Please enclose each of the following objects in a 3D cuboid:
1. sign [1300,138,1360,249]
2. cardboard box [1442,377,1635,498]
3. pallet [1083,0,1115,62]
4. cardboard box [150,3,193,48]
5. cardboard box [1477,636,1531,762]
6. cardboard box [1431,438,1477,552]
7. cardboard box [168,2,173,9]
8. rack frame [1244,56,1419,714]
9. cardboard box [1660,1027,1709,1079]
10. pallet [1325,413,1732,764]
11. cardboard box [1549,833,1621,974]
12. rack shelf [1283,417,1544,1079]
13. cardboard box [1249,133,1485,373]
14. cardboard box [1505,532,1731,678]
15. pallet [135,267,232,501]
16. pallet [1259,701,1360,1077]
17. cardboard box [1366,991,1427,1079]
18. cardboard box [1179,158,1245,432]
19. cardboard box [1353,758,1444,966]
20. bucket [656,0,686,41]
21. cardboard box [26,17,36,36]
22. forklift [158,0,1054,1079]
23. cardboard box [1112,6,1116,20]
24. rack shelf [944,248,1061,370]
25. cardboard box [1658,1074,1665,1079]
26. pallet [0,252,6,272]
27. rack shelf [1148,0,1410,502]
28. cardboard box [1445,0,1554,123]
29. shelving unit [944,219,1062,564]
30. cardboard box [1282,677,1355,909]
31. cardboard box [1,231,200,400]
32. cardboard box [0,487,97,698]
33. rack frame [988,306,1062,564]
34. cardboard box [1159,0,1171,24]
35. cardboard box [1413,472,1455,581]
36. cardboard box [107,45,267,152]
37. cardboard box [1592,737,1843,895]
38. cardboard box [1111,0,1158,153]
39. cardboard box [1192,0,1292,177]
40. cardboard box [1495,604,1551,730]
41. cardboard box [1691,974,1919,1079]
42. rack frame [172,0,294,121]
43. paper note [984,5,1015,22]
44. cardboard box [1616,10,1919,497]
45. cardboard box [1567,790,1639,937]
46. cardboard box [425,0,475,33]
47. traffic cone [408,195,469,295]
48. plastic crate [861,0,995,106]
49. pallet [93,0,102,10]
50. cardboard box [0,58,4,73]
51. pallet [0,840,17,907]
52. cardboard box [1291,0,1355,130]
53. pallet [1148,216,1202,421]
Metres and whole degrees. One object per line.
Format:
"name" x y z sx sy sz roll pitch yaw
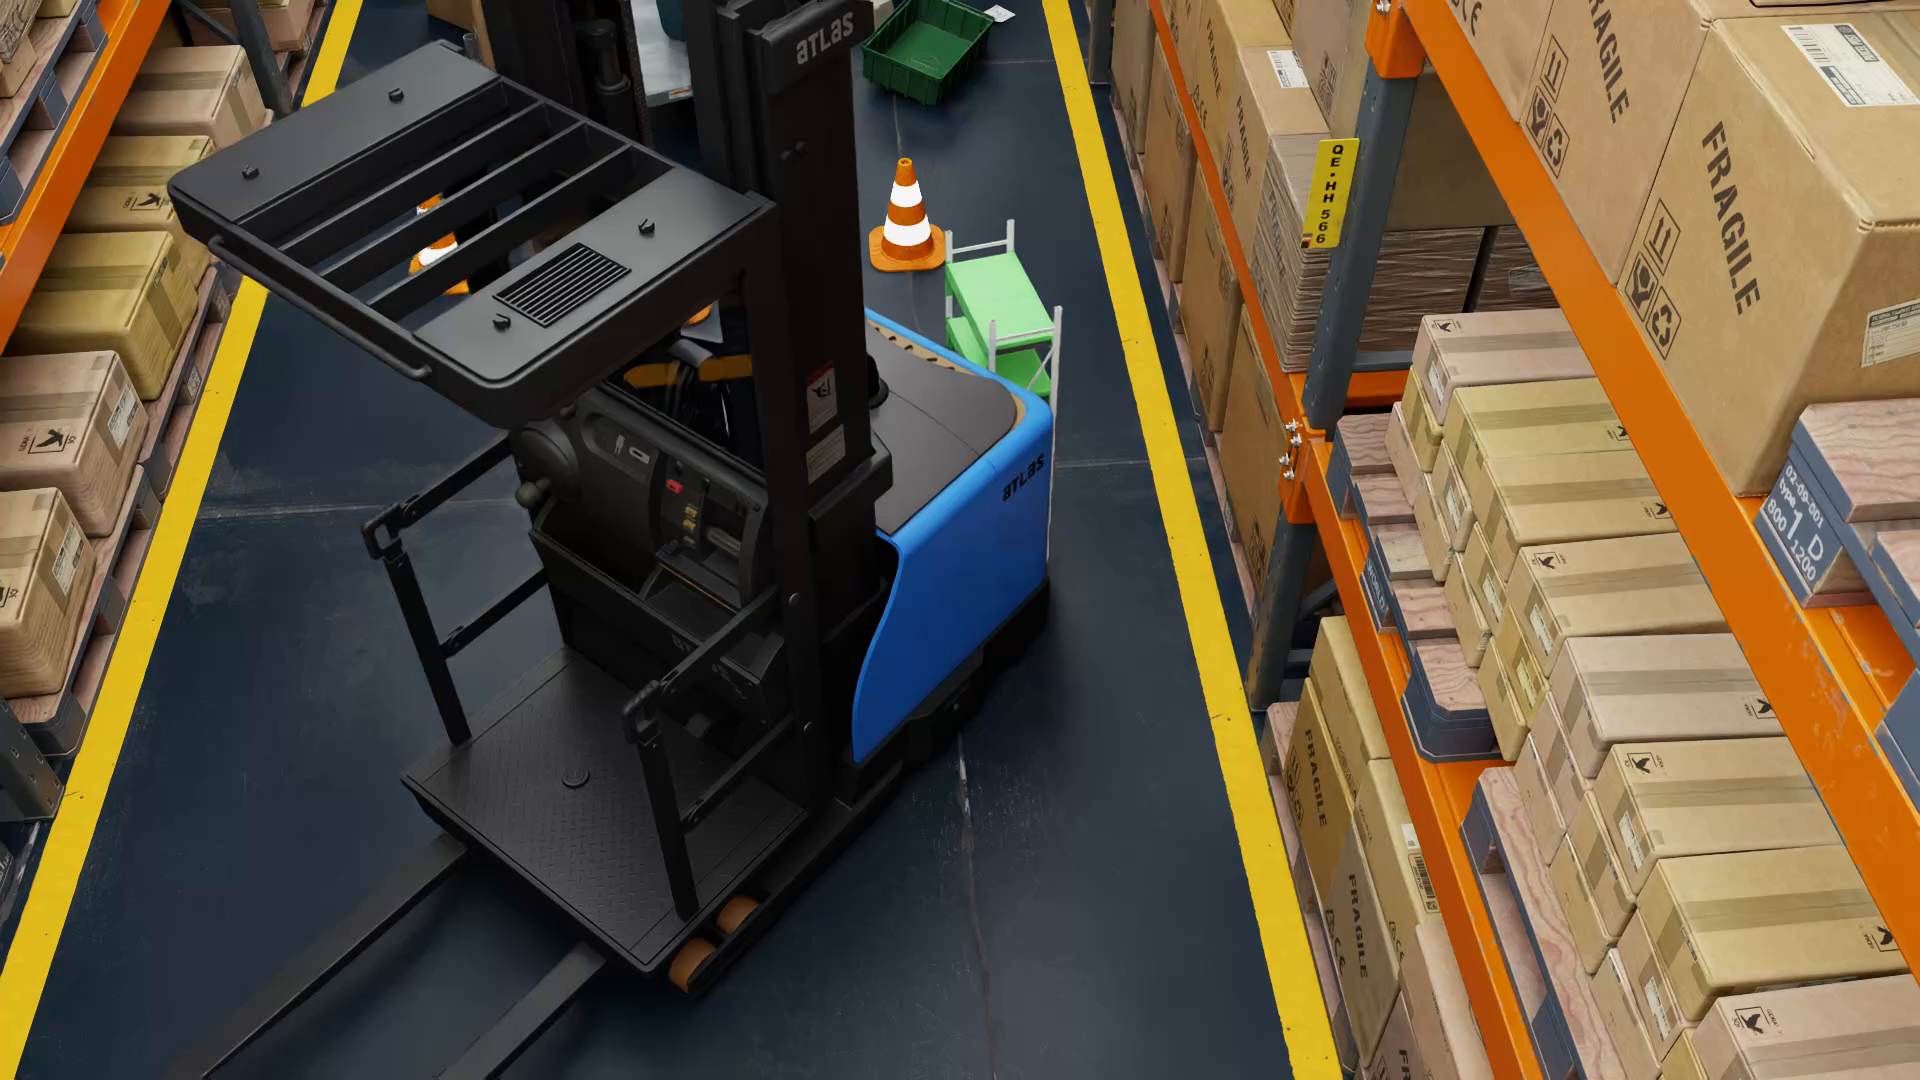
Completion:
"sign" 0.935 -0.874 4.215 0.100 0.325 0.005 -3 47 -3
"cardboard box" 1.359 -0.234 3.880 0.380 0.149 0.250 -5 47 -4
"pallet" 1.168 -3.002 8.948 1.003 0.211 1.213 -3 47 -3
"cardboard box" -4.088 -2.643 8.291 0.500 0.250 0.500 -2 47 -1
"cardboard box" 1.394 0.350 3.736 0.380 0.149 0.250 -2 47 -1
"cardboard box" 1.353 -0.114 3.971 0.380 0.149 0.250 -1 47 -1
"cardboard box" -4.088 -2.901 8.019 0.500 0.500 0.500 -4 47 -4
"rack frame" 1.488 -0.512 4.669 1.000 3.000 0.127 -3 47 -3
"cardboard box" 1.479 0.992 2.923 0.380 0.149 0.250 -3 47 -3
"pallet" 1.654 0.063 4.257 1.213 0.211 1.003 -3 47 -3
"cardboard box" 1.438 0.725 3.381 0.380 0.149 0.250 -3 47 -3
"rack shelf" 1.656 1.182 3.560 1.077 0.370 4.000 -3 47 -3
"cardboard box" 1.183 -0.856 4.926 0.500 0.500 0.500 -3 47 -3
"cardboard box" 1.397 0.135 3.530 0.380 0.149 0.250 -5 47 -5
"pallet" -3.599 -0.625 6.697 1.003 0.211 1.213 -3 47 -3
"pallet" 1.552 1.012 5.146 1.003 0.211 1.213 -3 47 -3
"cardboard box" 1.387 1.465 4.229 0.500 0.500 0.500 -5 47 -4
"cardboard box" 1.450 -0.961 6.355 1.050 0.750 0.750 -3 47 -3
"cardboard box" 1.347 0.826 4.318 0.500 0.250 0.500 -4 47 -4
"bucket" -1.155 -2.762 8.007 0.726 0.611 0.620 11 58 10
"cardboard box" -3.462 -1.799 5.772 0.380 0.149 0.250 -5 47 -5
"forklift" -0.999 -0.071 4.298 1.130 2.935 3.031 30 53 25
"cardboard box" 1.171 -3.279 8.464 0.875 0.875 0.875 -3 47 -3
"rack shelf" 0.138 -0.759 5.570 0.258 0.148 0.480 -12 48 -11
"cardboard box" 1.480 1.106 3.020 0.380 0.149 0.250 -2 47 -2
"pallet" -3.602 -0.581 4.867 1.213 0.211 1.003 -3 47 -3
"rack shelf" 1.321 -1.712 6.301 1.077 0.370 4.000 -3 47 -3
"cardboard box" 1.271 -1.149 3.137 0.500 0.500 0.500 -3 47 -3
"shelving unit" 0.138 -0.473 5.872 0.258 1.200 0.503 -12 48 -11
"cardboard box" 1.293 0.730 4.925 0.500 0.500 0.500 -5 47 -5
"cardboard box" -3.601 -0.871 6.529 0.950 0.372 0.625 -2 47 -2
"cardboard box" -3.473 0.212 5.504 0.950 0.372 0.625 -6 47 -6
"rack frame" 0.208 -0.304 5.711 0.240 1.200 0.015 -12 48 -11
"cardboard box" 1.012 -2.317 6.309 0.500 0.500 0.500 -4 47 -4
"cardboard box" 1.347 -0.040 4.106 0.380 0.149 0.250 -1 47 -1
"cardboard box" -3.724 -1.894 7.498 0.950 0.372 0.625 -3 47 -3
"cardboard box" 1.446 0.522 3.164 0.380 0.149 0.250 -2 47 -2
"cardboard box" 1.295 -2.333 7.654 1.050 0.750 0.750 -4 47 -3
"cardboard box" 1.101 -1.579 5.610 0.500 0.500 0.500 -4 47 -4
"cardboard box" 1.401 0.261 3.616 0.380 0.149 0.250 -3 47 -3
"cardboard box" 1.487 0.898 2.808 0.380 0.149 0.250 -5 47 -5
"rack frame" -3.771 -3.032 7.056 1.000 3.000 0.127 -3 47 -3
"paper note" 0.195 -2.817 8.896 0.147 0.020 0.142 -36 56 -29
"cardboard box" 1.367 -0.426 2.453 0.500 0.500 0.500 -3 47 -3
"cardboard box" 1.438 0.621 3.275 0.380 0.149 0.250 -4 47 -4
"cardboard box" -2.505 -3.032 8.775 0.500 0.500 0.500 27 52 23
"traffic cone" -2.272 -1.348 7.208 0.336 0.463 0.334 -3 47 -3
"plastic crate" -0.167 -2.505 8.454 0.450 0.188 0.662 25 51 9
"pallet" -3.852 -2.405 6.593 1.003 0.211 1.213 -3 47 -3
"cardboard box" -3.345 -1.519 5.060 0.500 0.500 0.500 -3 47 -3
"pallet" -3.445 1.396 4.783 1.003 0.211 1.213 -3 47 -3
"cardboard box" 1.417 -1.582 4.924 0.700 0.500 0.500 -4 47 -4
"pallet" 1.398 -1.009 7.060 1.003 0.211 1.213 -3 47 -3
